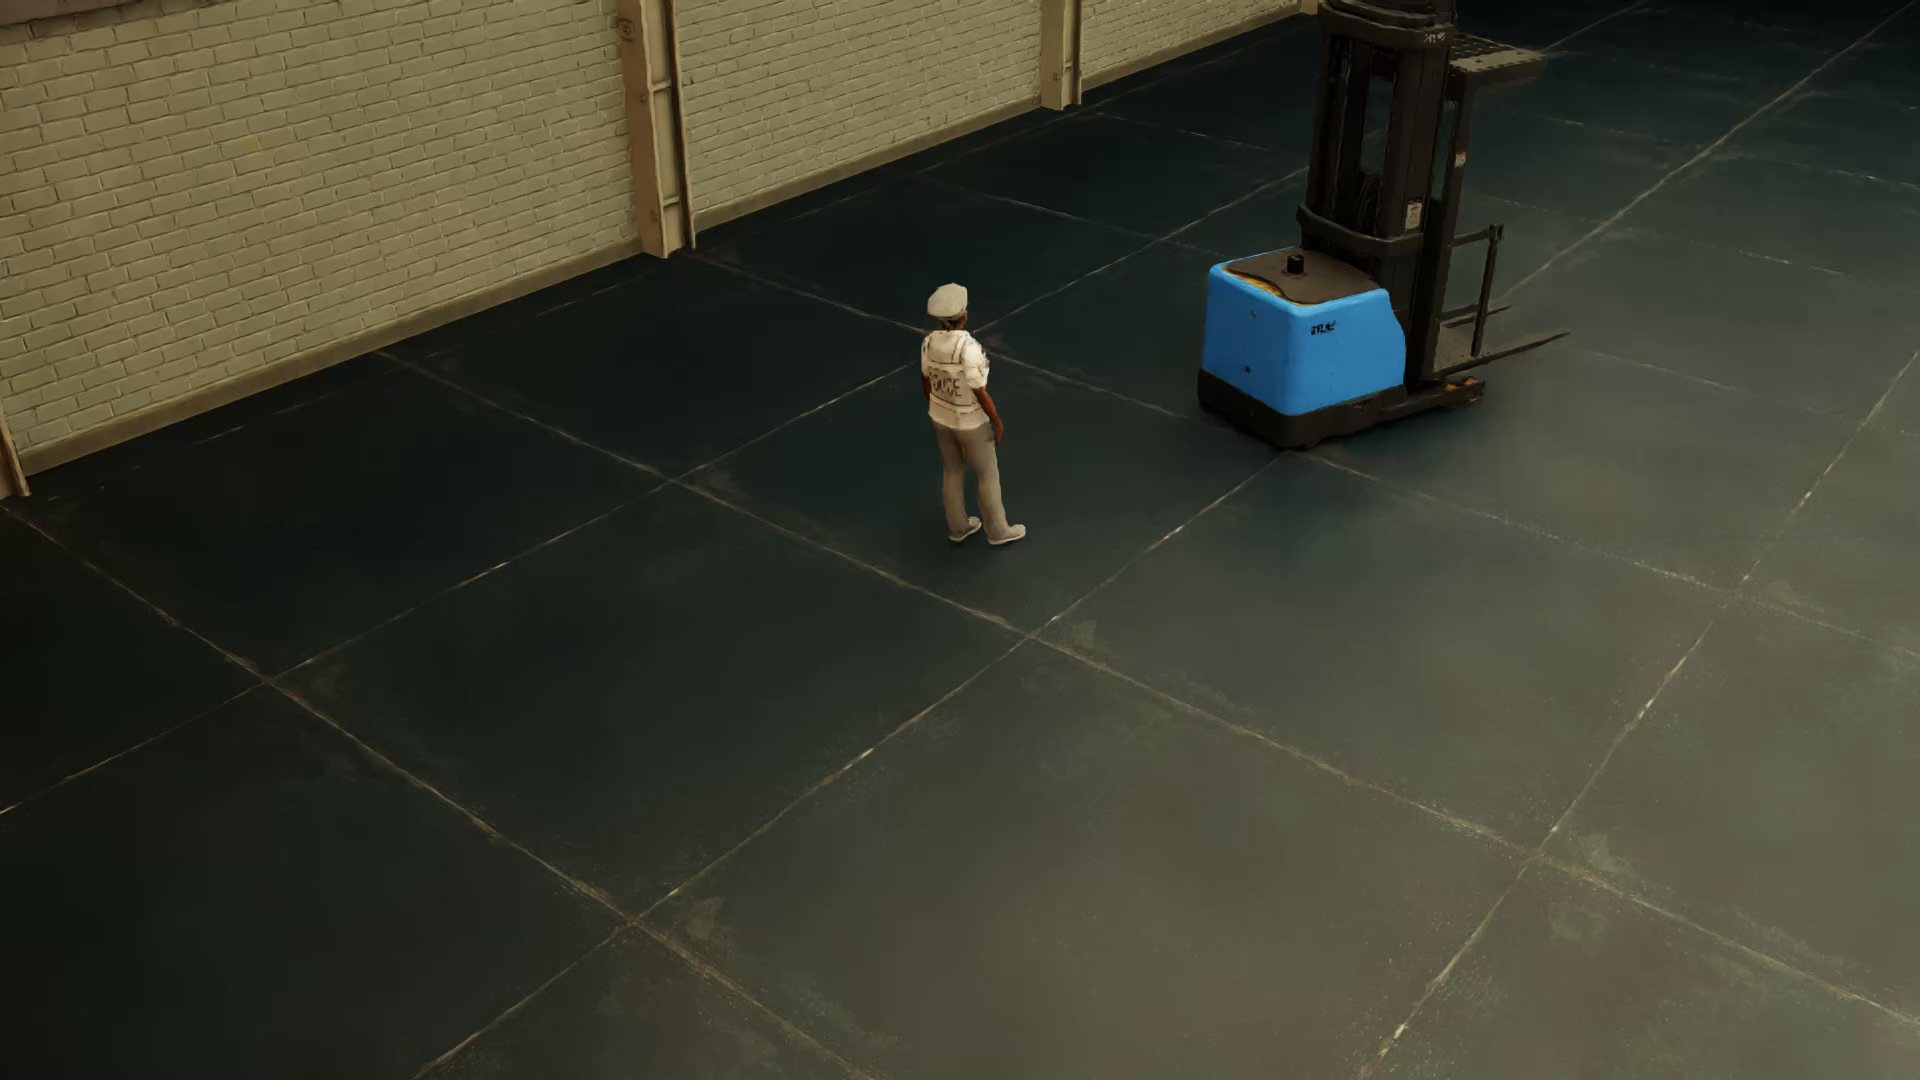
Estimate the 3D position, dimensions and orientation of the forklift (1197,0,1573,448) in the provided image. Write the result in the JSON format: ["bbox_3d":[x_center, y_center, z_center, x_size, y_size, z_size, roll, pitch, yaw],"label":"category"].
[{"bbox_3d":[3.260,-2.443,11.775,3.031,2.935,1.130,-17,34,-26],"label":"forklift"}]

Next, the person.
[{"bbox_3d":[0.062,-0.761,10.108,0.570,1.695,0.529,22,37,33],"label":"person"}]
